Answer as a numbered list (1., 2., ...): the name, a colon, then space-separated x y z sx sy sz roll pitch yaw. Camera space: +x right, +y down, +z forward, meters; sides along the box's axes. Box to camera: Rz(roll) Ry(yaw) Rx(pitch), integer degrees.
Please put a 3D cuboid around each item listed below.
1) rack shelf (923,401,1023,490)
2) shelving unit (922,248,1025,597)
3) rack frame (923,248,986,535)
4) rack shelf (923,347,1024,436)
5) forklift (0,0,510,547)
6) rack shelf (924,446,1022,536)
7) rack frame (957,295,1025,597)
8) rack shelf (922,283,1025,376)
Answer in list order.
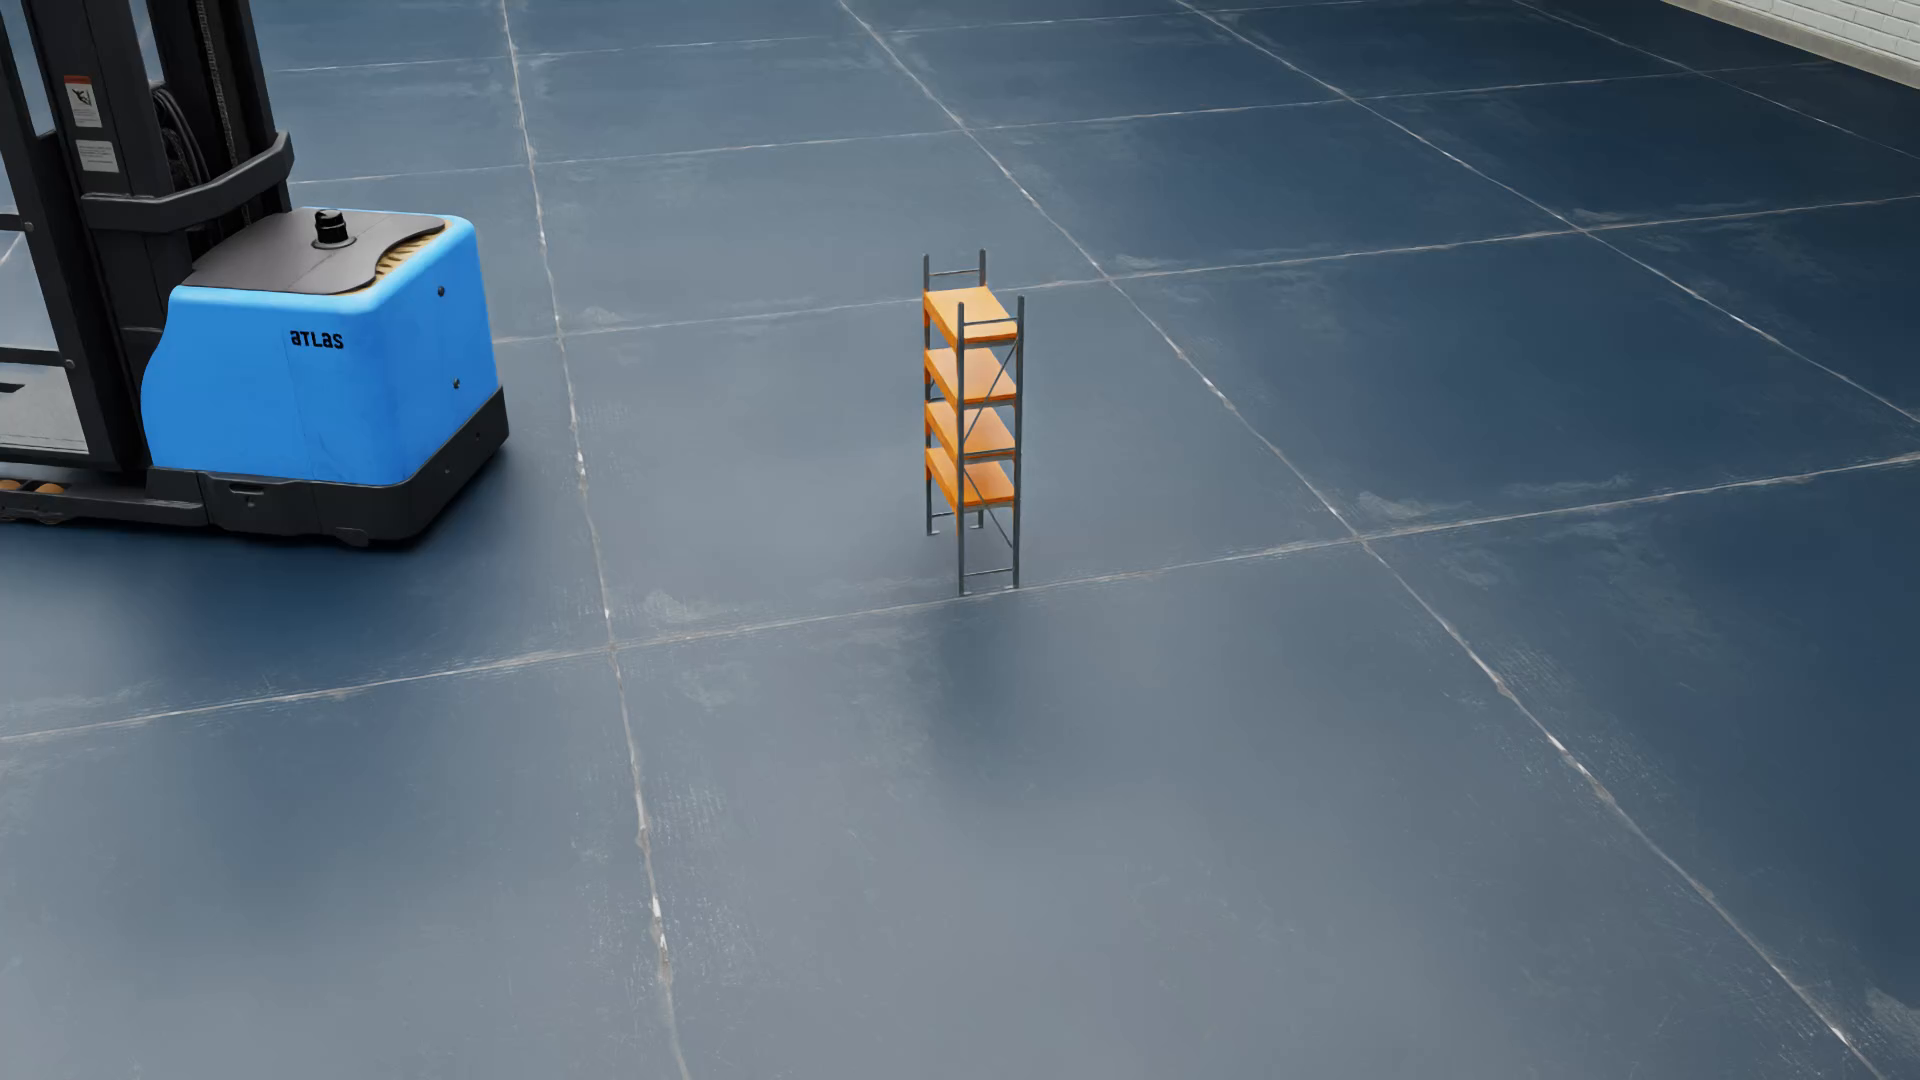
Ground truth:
1. rack shelf: 0.044 -0.381 6.345 0.258 0.148 0.480 -8 31 -13
2. shelving unit: 0.044 -0.439 6.311 0.258 1.200 0.503 -8 31 -13
3. rack frame: -0.021 -0.557 6.515 0.240 1.200 0.015 -8 31 -13
4. rack shelf: 0.044 -0.575 6.233 0.258 0.148 0.480 -8 31 -13
5. forklift: -3.575 -1.586 6.564 3.031 2.935 1.130 5 30 9
6. rack shelf: 0.044 -0.209 6.444 0.258 0.148 0.480 -8 31 -13
7. rack frame: 0.109 -0.321 6.108 0.240 1.200 0.015 -8 31 -13
8. rack shelf: 0.044 -0.779 6.114 0.258 0.148 0.480 -8 31 -13
